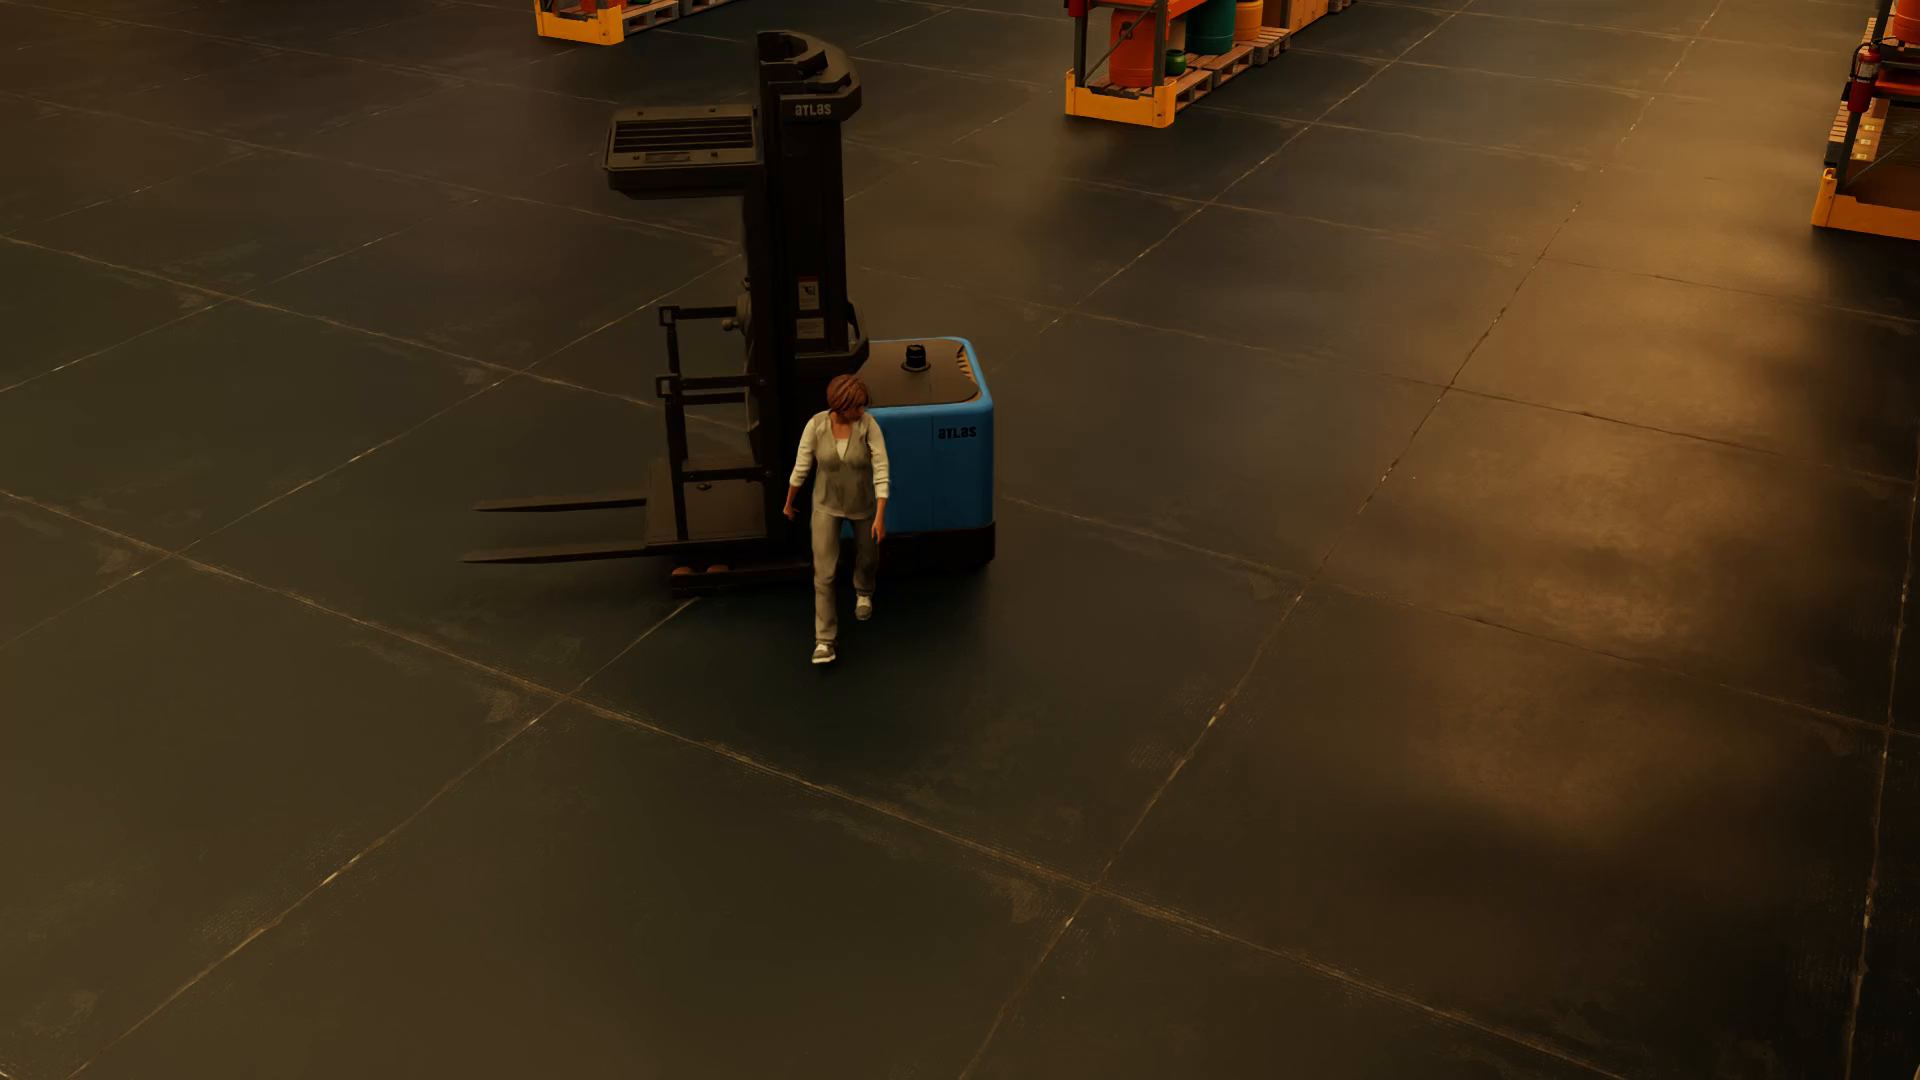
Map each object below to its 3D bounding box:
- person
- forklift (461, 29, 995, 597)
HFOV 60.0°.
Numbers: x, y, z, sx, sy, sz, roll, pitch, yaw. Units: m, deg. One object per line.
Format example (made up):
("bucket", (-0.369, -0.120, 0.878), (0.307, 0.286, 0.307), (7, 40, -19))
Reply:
("person", (-0.642, -0.119, 8.706), (0.556, 1.538, 0.851), (-4, 30, -7))
("forklift", (-1.357, -1.230, 9.202), (3.031, 2.935, 1.130), (-4, 30, -7))
